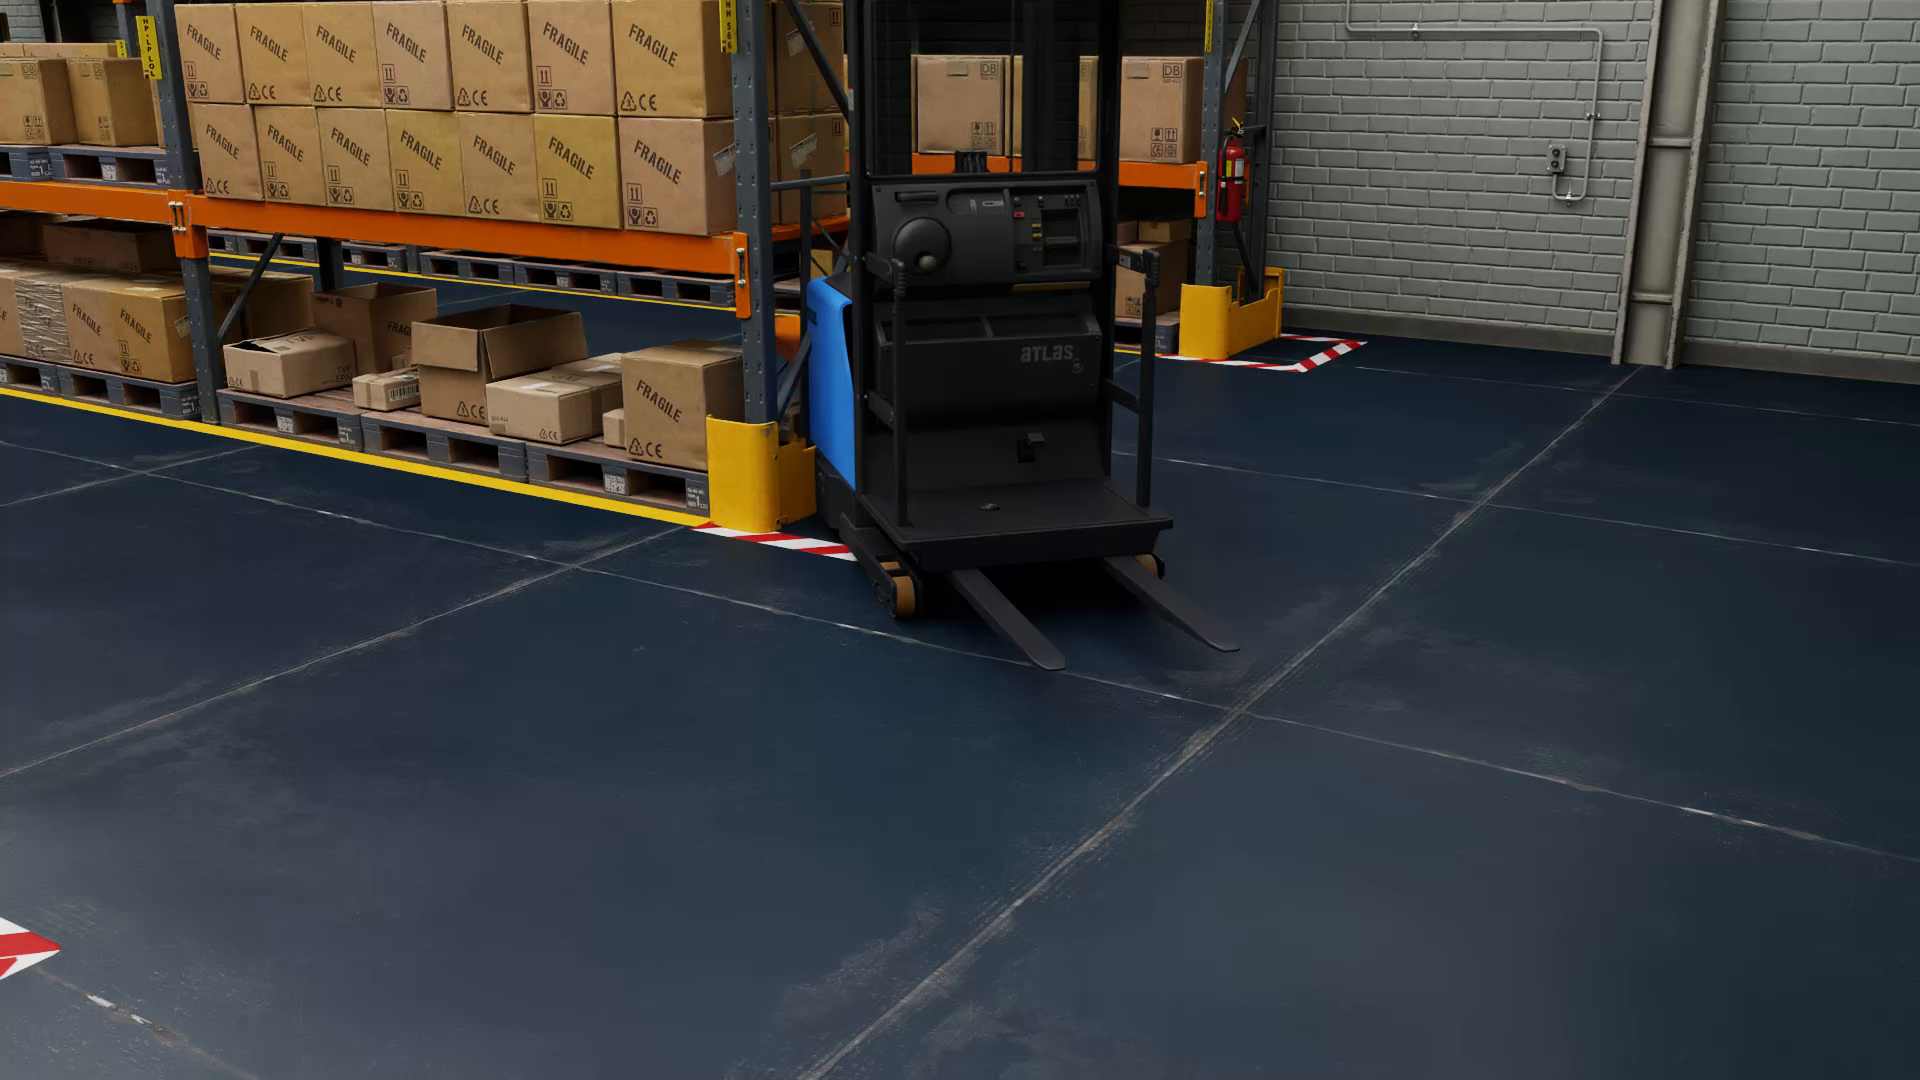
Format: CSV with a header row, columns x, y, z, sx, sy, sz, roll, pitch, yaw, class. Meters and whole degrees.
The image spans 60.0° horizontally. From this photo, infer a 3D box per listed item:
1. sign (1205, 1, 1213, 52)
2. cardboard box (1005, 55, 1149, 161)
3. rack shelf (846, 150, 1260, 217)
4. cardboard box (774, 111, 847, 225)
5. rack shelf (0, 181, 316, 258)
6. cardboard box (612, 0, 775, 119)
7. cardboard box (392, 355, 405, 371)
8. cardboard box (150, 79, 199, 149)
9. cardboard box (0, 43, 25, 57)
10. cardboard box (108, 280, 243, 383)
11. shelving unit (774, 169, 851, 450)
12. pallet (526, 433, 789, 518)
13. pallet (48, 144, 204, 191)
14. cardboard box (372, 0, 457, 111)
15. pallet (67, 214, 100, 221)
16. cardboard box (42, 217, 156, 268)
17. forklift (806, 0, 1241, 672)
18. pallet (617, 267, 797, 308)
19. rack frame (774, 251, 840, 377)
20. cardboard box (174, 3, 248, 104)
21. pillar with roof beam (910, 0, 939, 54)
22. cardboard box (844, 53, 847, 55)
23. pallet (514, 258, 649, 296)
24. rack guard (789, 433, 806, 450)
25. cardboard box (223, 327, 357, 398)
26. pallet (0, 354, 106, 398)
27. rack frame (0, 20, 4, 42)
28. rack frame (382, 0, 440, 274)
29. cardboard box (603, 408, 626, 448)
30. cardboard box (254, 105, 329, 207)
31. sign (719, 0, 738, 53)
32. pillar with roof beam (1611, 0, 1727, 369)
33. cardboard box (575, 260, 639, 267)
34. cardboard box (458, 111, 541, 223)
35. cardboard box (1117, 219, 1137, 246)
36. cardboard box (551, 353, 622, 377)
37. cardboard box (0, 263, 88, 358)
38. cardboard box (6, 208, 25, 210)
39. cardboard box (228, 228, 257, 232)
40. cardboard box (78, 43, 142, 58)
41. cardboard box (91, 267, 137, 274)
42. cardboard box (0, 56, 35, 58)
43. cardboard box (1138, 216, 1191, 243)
x,y,z,sx,sy,sz,roll,pitch,yaw,class
1.641,-3.378,10.941,0.005,0.325,0.100,10,20,30,sign
0.871,-3.170,12.138,0.700,0.700,0.980,10,20,30,cardboard box
0.232,-2.803,12.686,4.000,0.370,1.077,10,20,30,rack shelf
-0.893,-1.796,7.961,0.500,0.500,0.500,11,20,31,cardboard box
-5.765,-2.184,10.648,4.000,0.370,1.077,10,20,30,rack shelf
-1.176,-2.141,7.378,0.500,0.500,0.500,10,20,30,cardboard box
-3.076,-1.012,9.699,0.250,0.149,0.380,10,20,30,cardboard box
-4.348,-2.600,9.886,0.500,0.500,0.700,4,17,12,cardboard box
-10.149,-5.193,18.249,0.500,0.500,0.500,11,20,32,cardboard box
-4.632,-1.243,9.855,0.500,0.500,0.500,10,20,30,cardboard box
-0.695,-1.142,8.344,0.587,1.500,1.083,-5,19,-20,shelving unit
-1.397,-0.414,8.381,1.213,0.211,1.003,10,20,30,pallet
-4.685,-2.281,10.059,1.213,0.211,1.003,10,20,30,pallet
-2.489,-2.374,8.143,0.500,0.500,0.500,11,20,32,cardboard box
-9.923,-3.613,18.911,1.213,0.211,1.003,10,20,30,pallet
-5.626,-1.959,10.925,0.500,0.250,0.500,10,19,29,cardboard box
0.175,-1.227,6.379,1.130,2.935,3.031,-5,18,-16,forklift
-2.169,-2.216,14.313,1.213,0.211,1.003,10,20,30,pallet
-0.872,-1.287,8.788,0.500,1.500,0.032,-5,19,-20,rack frame
-3.807,-2.609,8.917,0.500,0.500,0.500,11,20,31,cardboard box
-2.676,-5.363,9.555,0.400,9.000,9.100,10,20,30,pillar with roof beam
-1.018,-3.508,13.254,0.700,0.700,0.980,10,20,31,cardboard box
-3.213,-2.401,14.923,1.213,0.211,1.003,10,20,30,pallet
-0.538,-0.402,8.088,0.587,0.250,0.087,-5,19,-20,rack guard
-3.817,-1.031,9.482,0.500,0.311,0.500,10,20,30,cardboard box
-5.818,-1.189,10.934,1.213,0.211,1.003,10,20,30,pallet
-11.697,-5.277,19.592,0.127,3.000,1.000,10,20,30,rack frame
-4.880,-4.060,15.586,0.127,3.000,1.000,10,20,30,rack frame
-1.543,-0.576,8.234,0.250,0.166,0.380,10,20,30,cardboard box
-3.332,-2.050,8.796,0.500,0.500,0.500,11,20,31,cardboard box
-0.960,-2.186,6.882,0.005,0.325,0.100,10,20,30,sign
2.437,-4.451,6.551,0.400,9.000,9.100,10,20,30,pillar with roof beam
-2.853,-2.825,14.496,0.750,0.750,0.750,11,20,32,cardboard box
-2.043,-1.819,8.038,0.500,0.500,0.500,10,20,30,cardboard box
1.083,-2.214,11.972,0.250,0.149,0.380,10,19,29,cardboard box
-1.820,-0.815,8.879,0.500,0.250,0.500,10,20,30,cardboard box
-5.910,-1.473,10.613,0.500,0.500,0.500,9,19,28,cardboard box
-10.669,-3.986,19.213,0.500,0.311,0.500,12,21,35,cardboard box
-7.186,-3.509,17.315,0.500,0.500,0.700,10,19,29,cardboard box
-8.854,-4.960,17.483,0.500,0.500,0.500,10,20,30,cardboard box
-5.228,-1.529,10.796,0.500,0.500,0.500,10,20,31,cardboard box
-6.195,-2.827,10.632,0.500,0.500,0.700,15,22,40,cardboard box
1.499,-2.270,12.157,0.250,0.149,0.380,10,20,30,cardboard box
